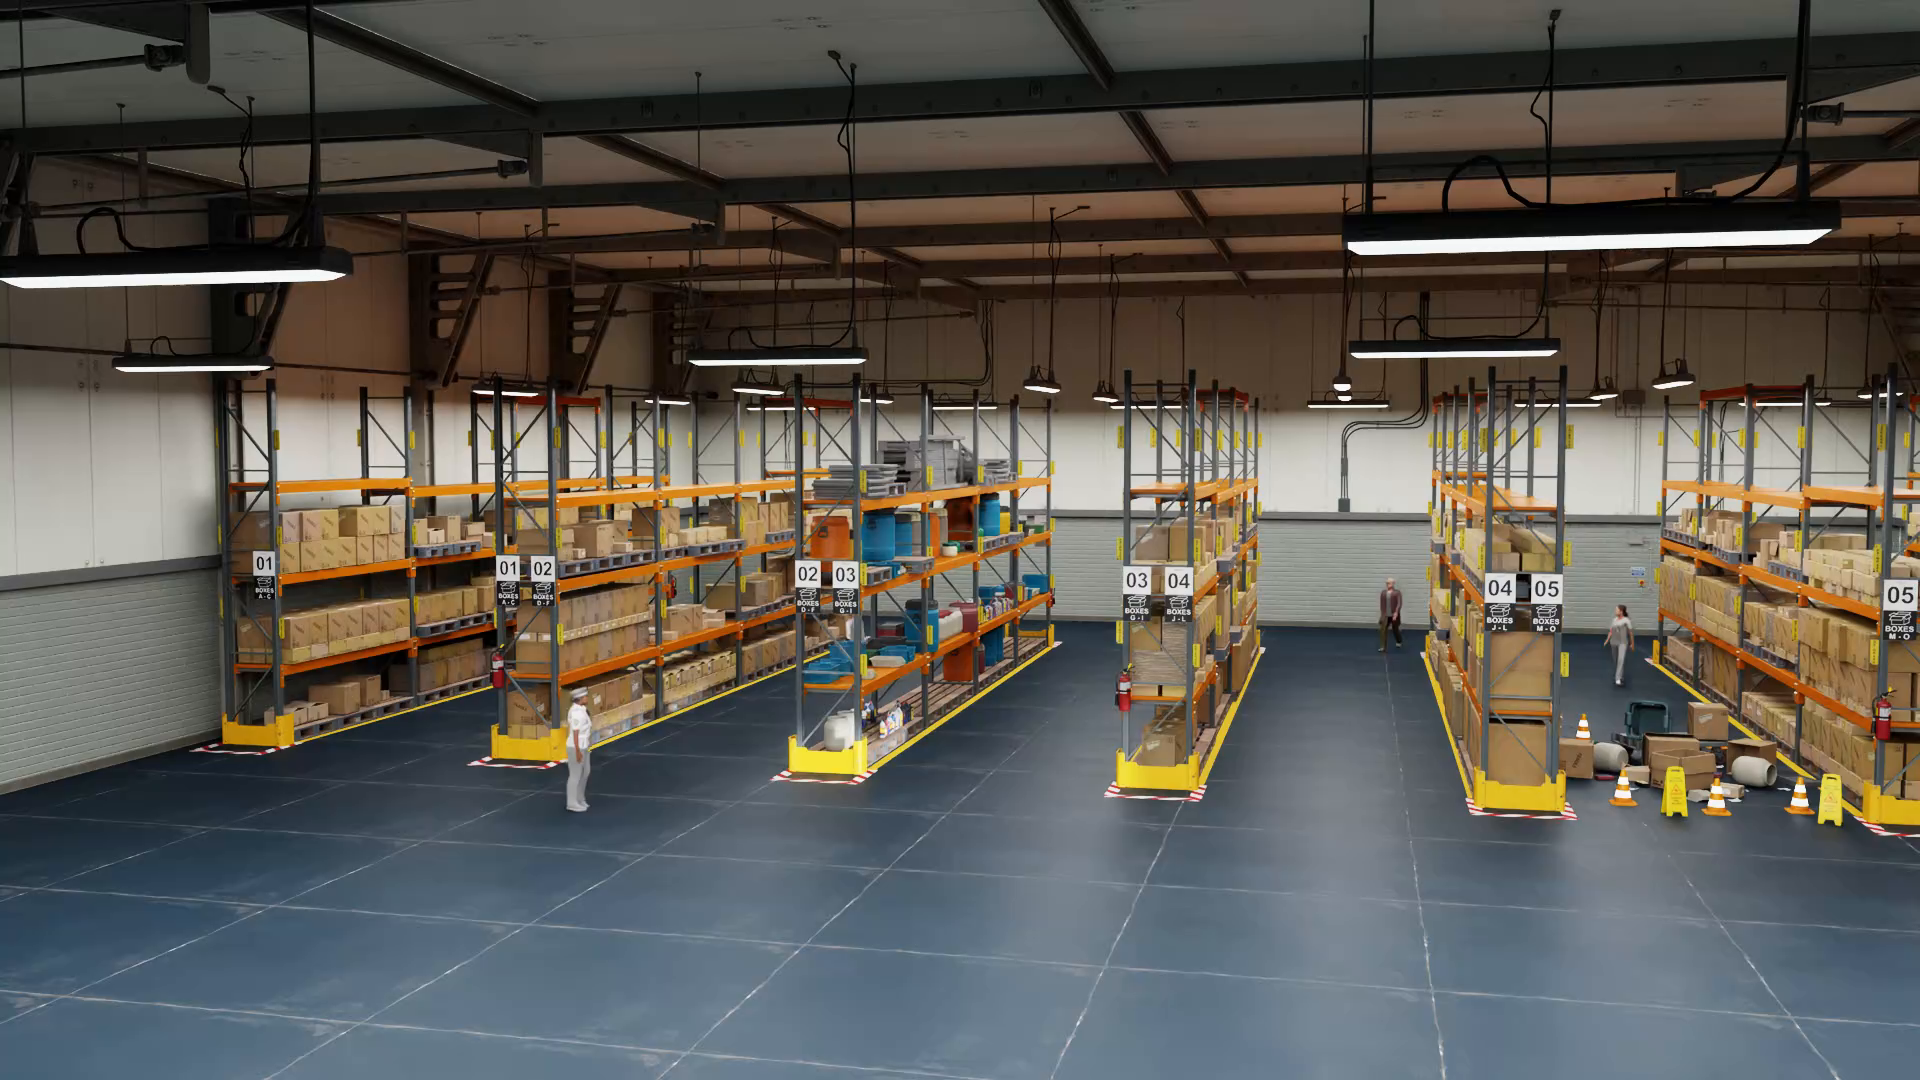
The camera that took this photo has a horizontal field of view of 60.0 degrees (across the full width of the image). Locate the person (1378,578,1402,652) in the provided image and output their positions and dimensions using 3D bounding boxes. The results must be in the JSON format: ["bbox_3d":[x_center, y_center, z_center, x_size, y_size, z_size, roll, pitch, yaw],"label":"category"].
[{"bbox_3d":[10.210,1.771,39.406,0.559,1.730,1.089,2,4,27],"label":"person"}]

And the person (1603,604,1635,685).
[{"bbox_3d":[13.498,2.127,34.069,0.576,1.610,1.002,3,4,40],"label":"person"}]

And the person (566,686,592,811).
[{"bbox_3d":[-5.147,2.846,22.476,0.355,1.735,0.539,0,3,-5],"label":"person"}]

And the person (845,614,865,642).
[{"bbox_3d":[-2.100,2.187,34.083,0.475,1.618,0.444,-1,4,-20],"label":"person"}]
